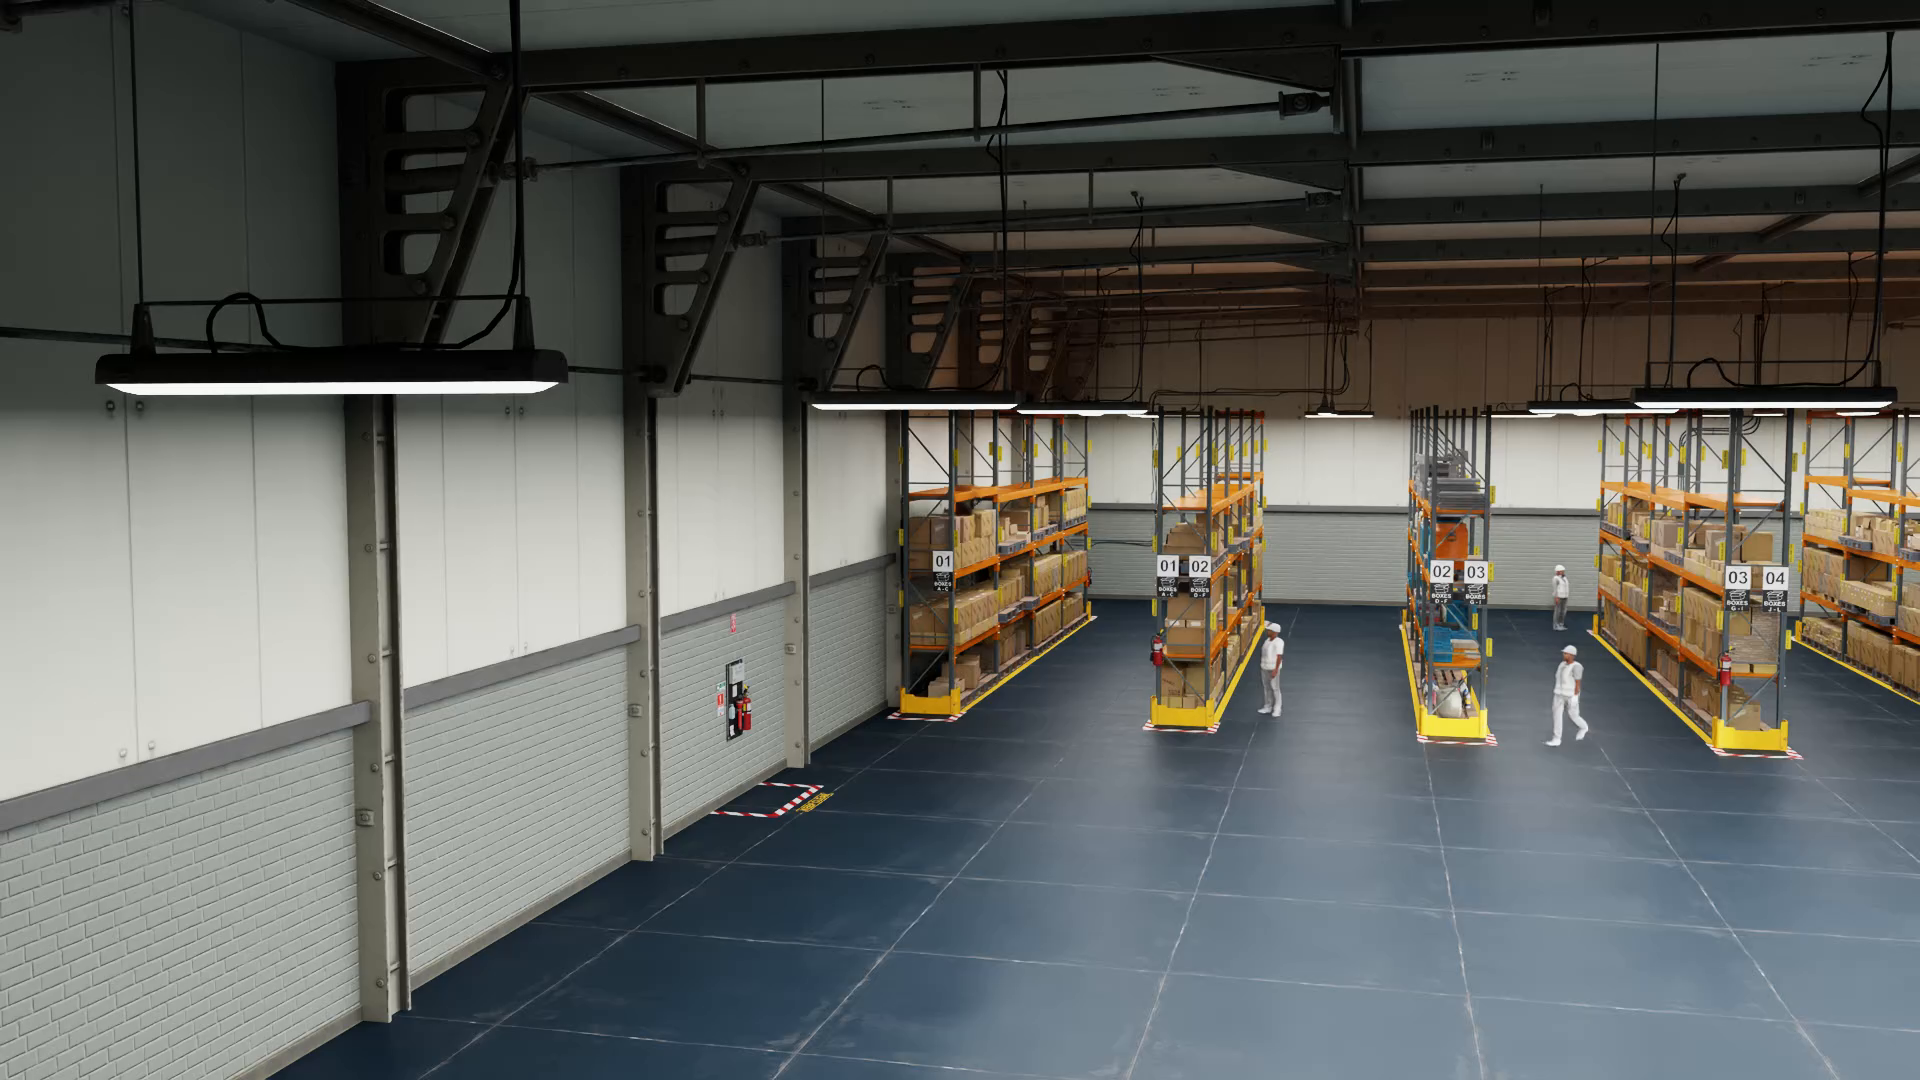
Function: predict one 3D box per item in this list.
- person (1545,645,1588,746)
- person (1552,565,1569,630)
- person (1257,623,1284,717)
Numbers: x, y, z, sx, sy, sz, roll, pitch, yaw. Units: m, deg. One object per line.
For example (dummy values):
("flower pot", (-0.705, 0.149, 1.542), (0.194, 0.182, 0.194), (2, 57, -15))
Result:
("person", (10.749, 2.742, 29.334), (0.902, 1.769, 0.515), (-4, 6, -44))
("person", (16.424, 1.584, 45.471), (0.564, 1.805, 0.366), (-3, 5, -34))
("person", (6.061, 2.522, 32.431), (0.428, 1.803, 0.574), (-3, 5, -37))
